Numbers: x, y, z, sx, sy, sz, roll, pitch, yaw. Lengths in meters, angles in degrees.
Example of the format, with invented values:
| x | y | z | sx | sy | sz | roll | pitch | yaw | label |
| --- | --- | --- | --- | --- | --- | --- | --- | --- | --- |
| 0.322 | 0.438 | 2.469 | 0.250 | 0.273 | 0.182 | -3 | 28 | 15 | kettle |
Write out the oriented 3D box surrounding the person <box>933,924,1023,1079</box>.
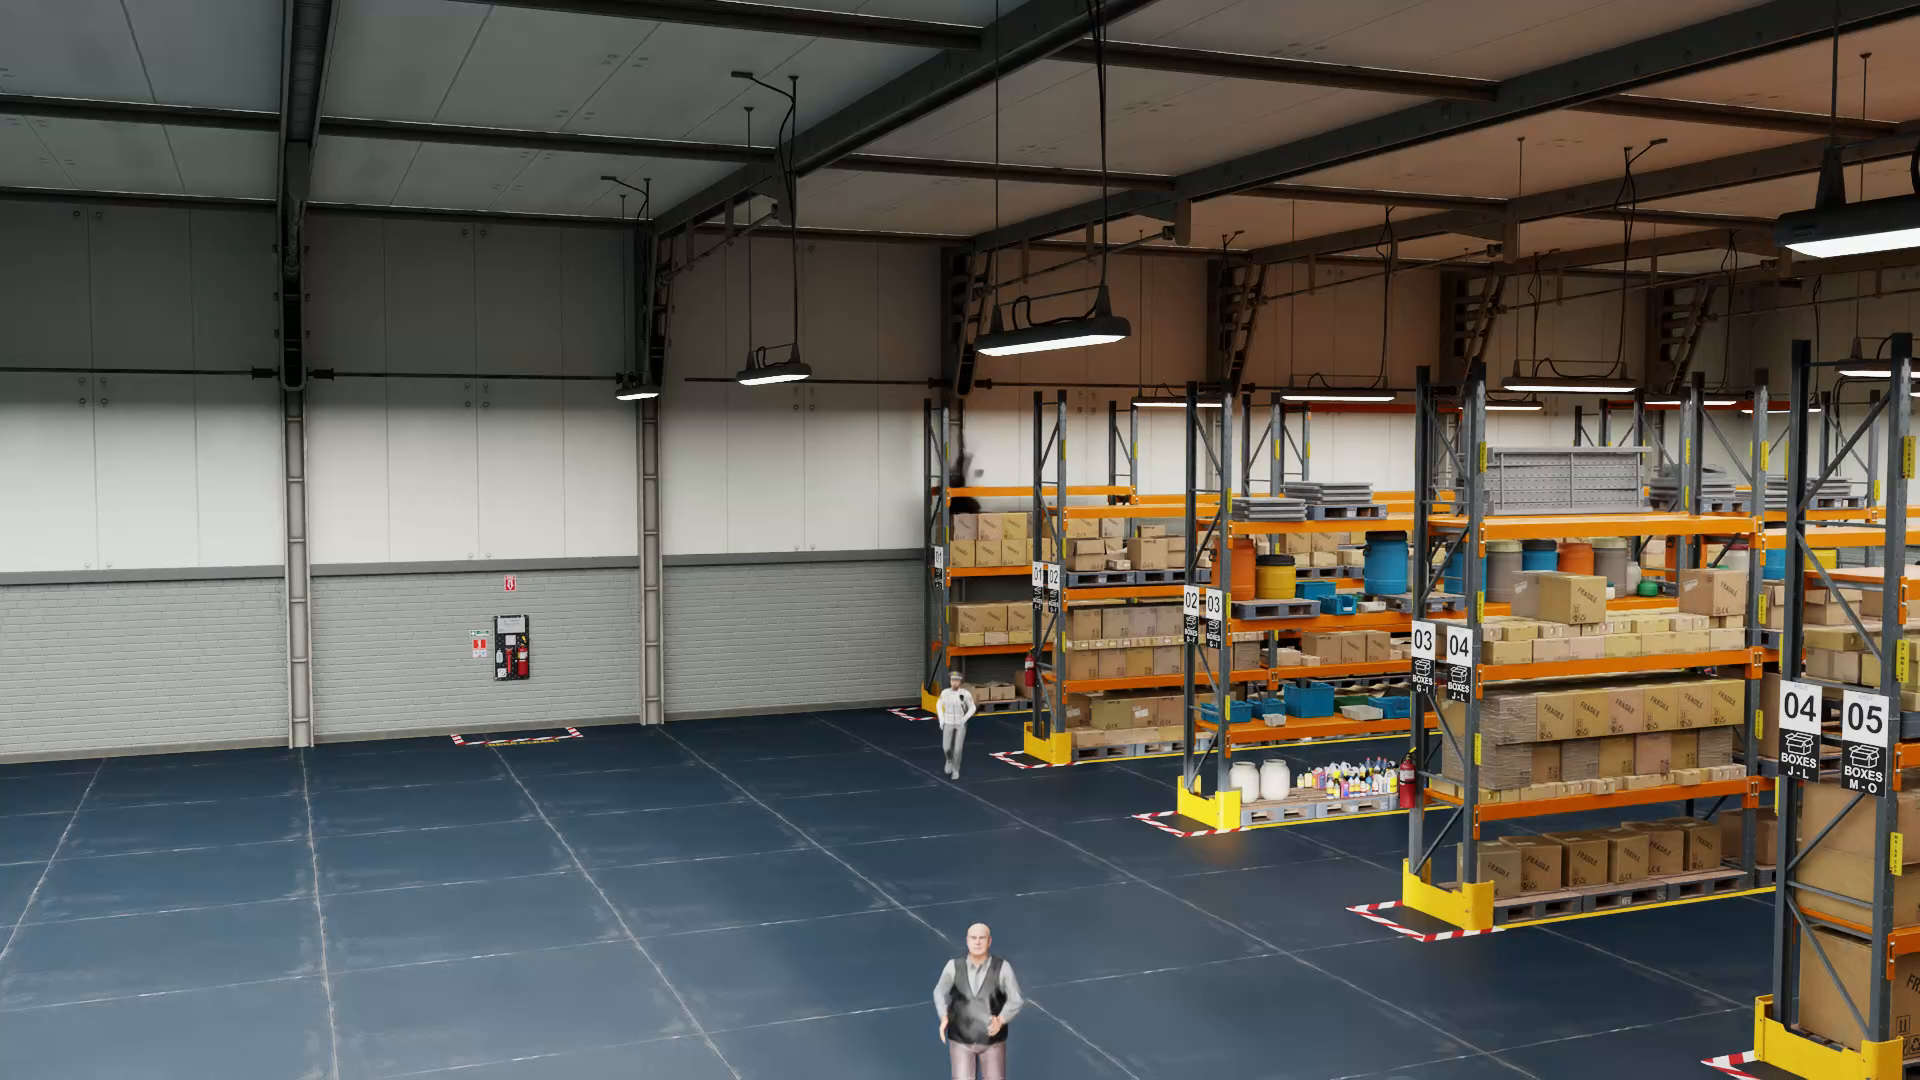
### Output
| x | y | z | sx | sy | sz | roll | pitch | yaw | label |
| --- | --- | --- | --- | --- | --- | --- | --- | --- | --- |
| 0.124 | 3.613 | 12.039 | 0.666 | 1.683 | 0.754 | 0 | 3 | 5 | person |

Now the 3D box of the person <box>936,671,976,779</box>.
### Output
| x | y | z | sx | sy | sz | roll | pitch | yaw | label |
| --- | --- | --- | --- | --- | --- | --- | --- | --- | --- |
| -0.066 | 2.835 | 25.516 | 0.630 | 1.664 | 0.537 | 0 | 3 | 5 | person |
